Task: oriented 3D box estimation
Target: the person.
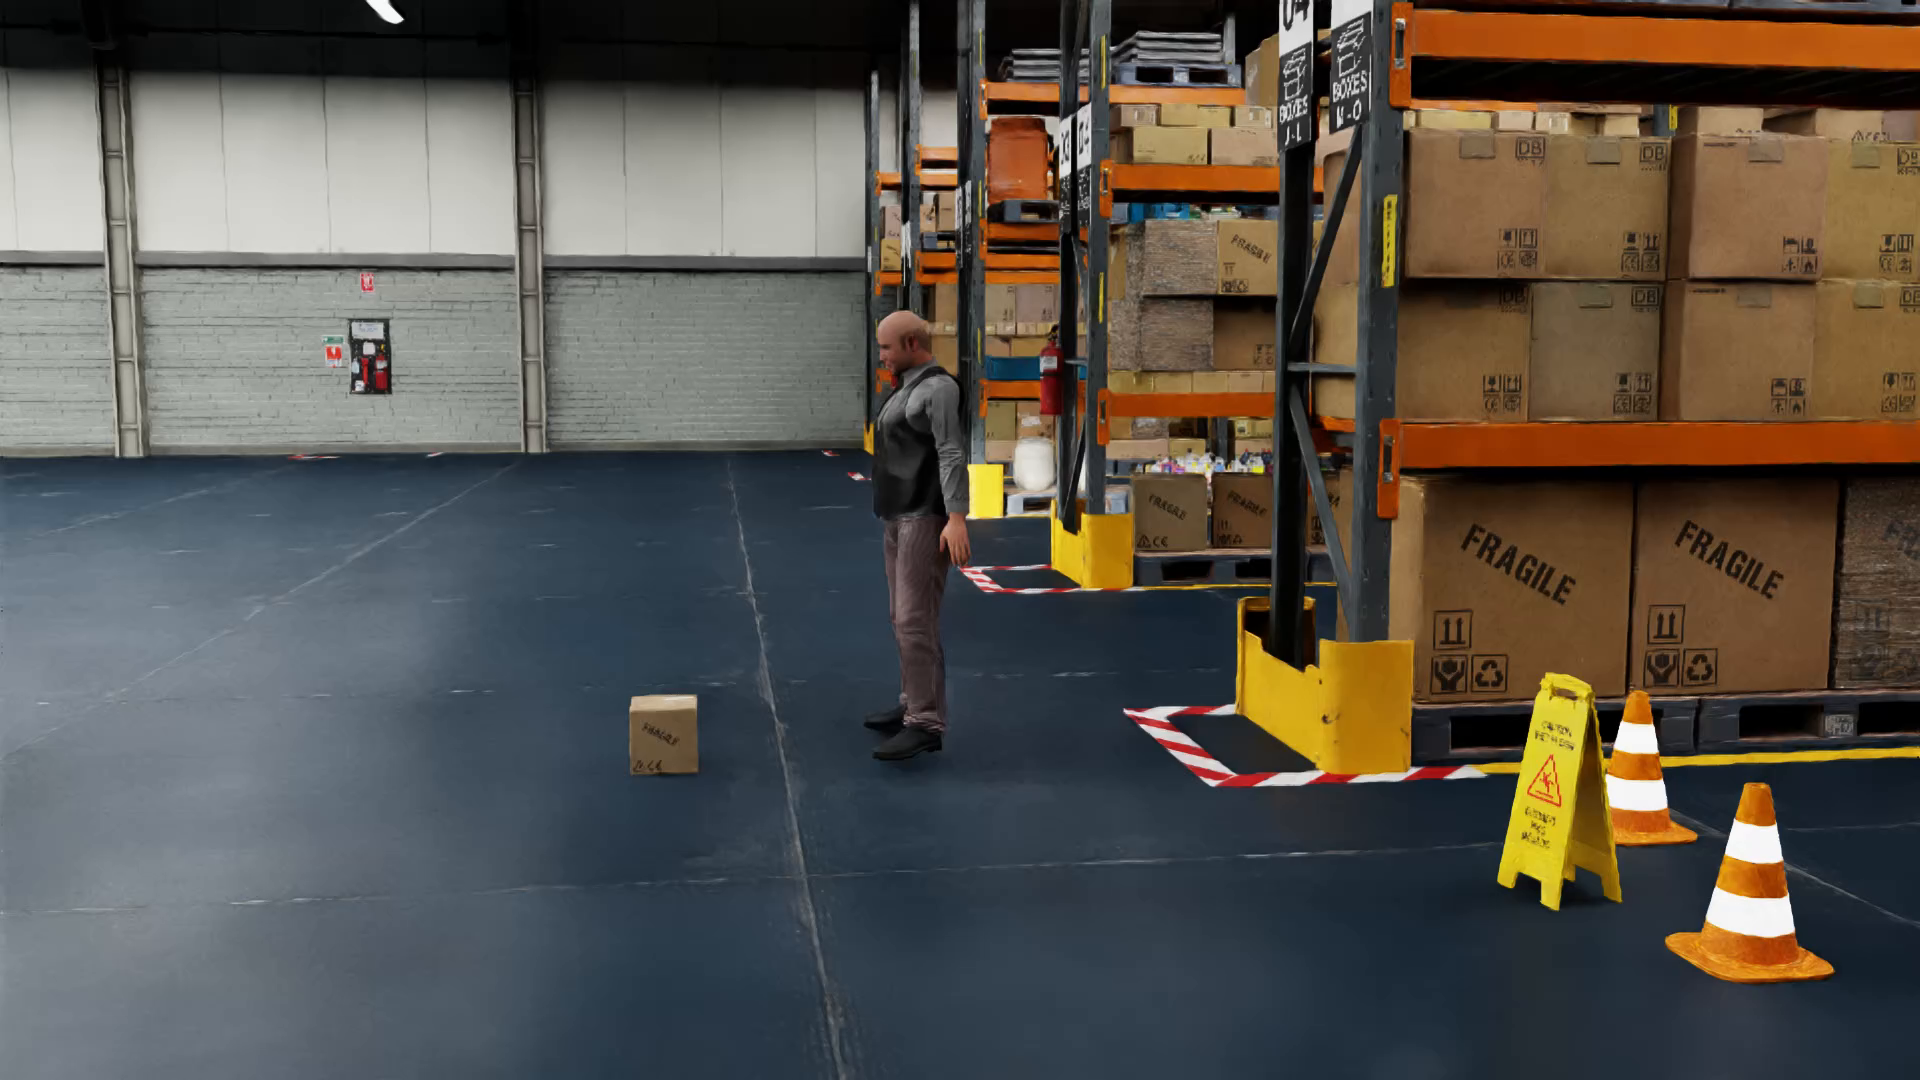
[{"bbox_3d":[-0.205,-0.043,6.557,0.468,1.714,0.703,-2,7,-18],"label":"person"}]
